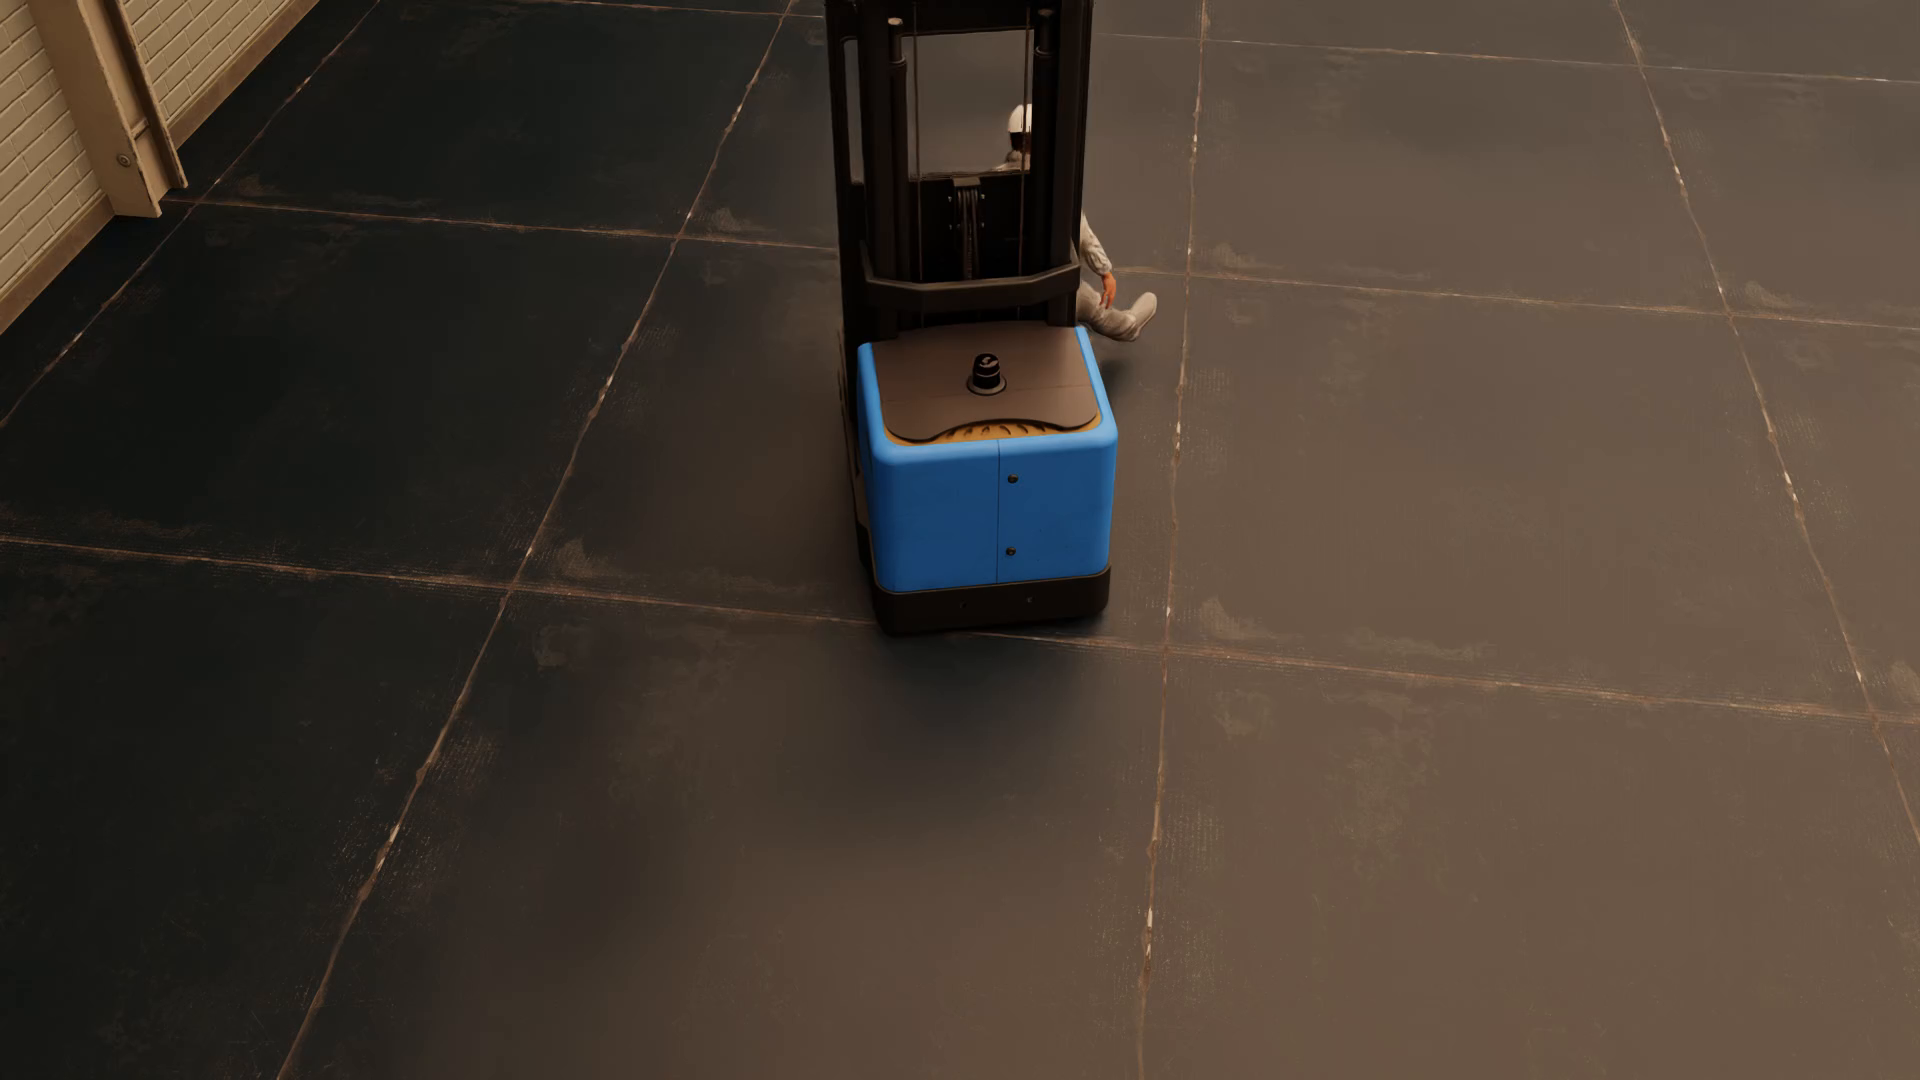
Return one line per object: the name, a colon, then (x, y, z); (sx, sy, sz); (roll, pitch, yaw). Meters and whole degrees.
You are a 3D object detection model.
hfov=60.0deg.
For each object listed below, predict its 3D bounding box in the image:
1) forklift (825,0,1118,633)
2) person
forklift: (-0.035, -1.669, 7.542); (1.130, 2.935, 3.031); (-5, 43, -5)
person: (0.476, -1.548, 8.397); (0.965, 1.477, 1.105); (29, 50, 28)
